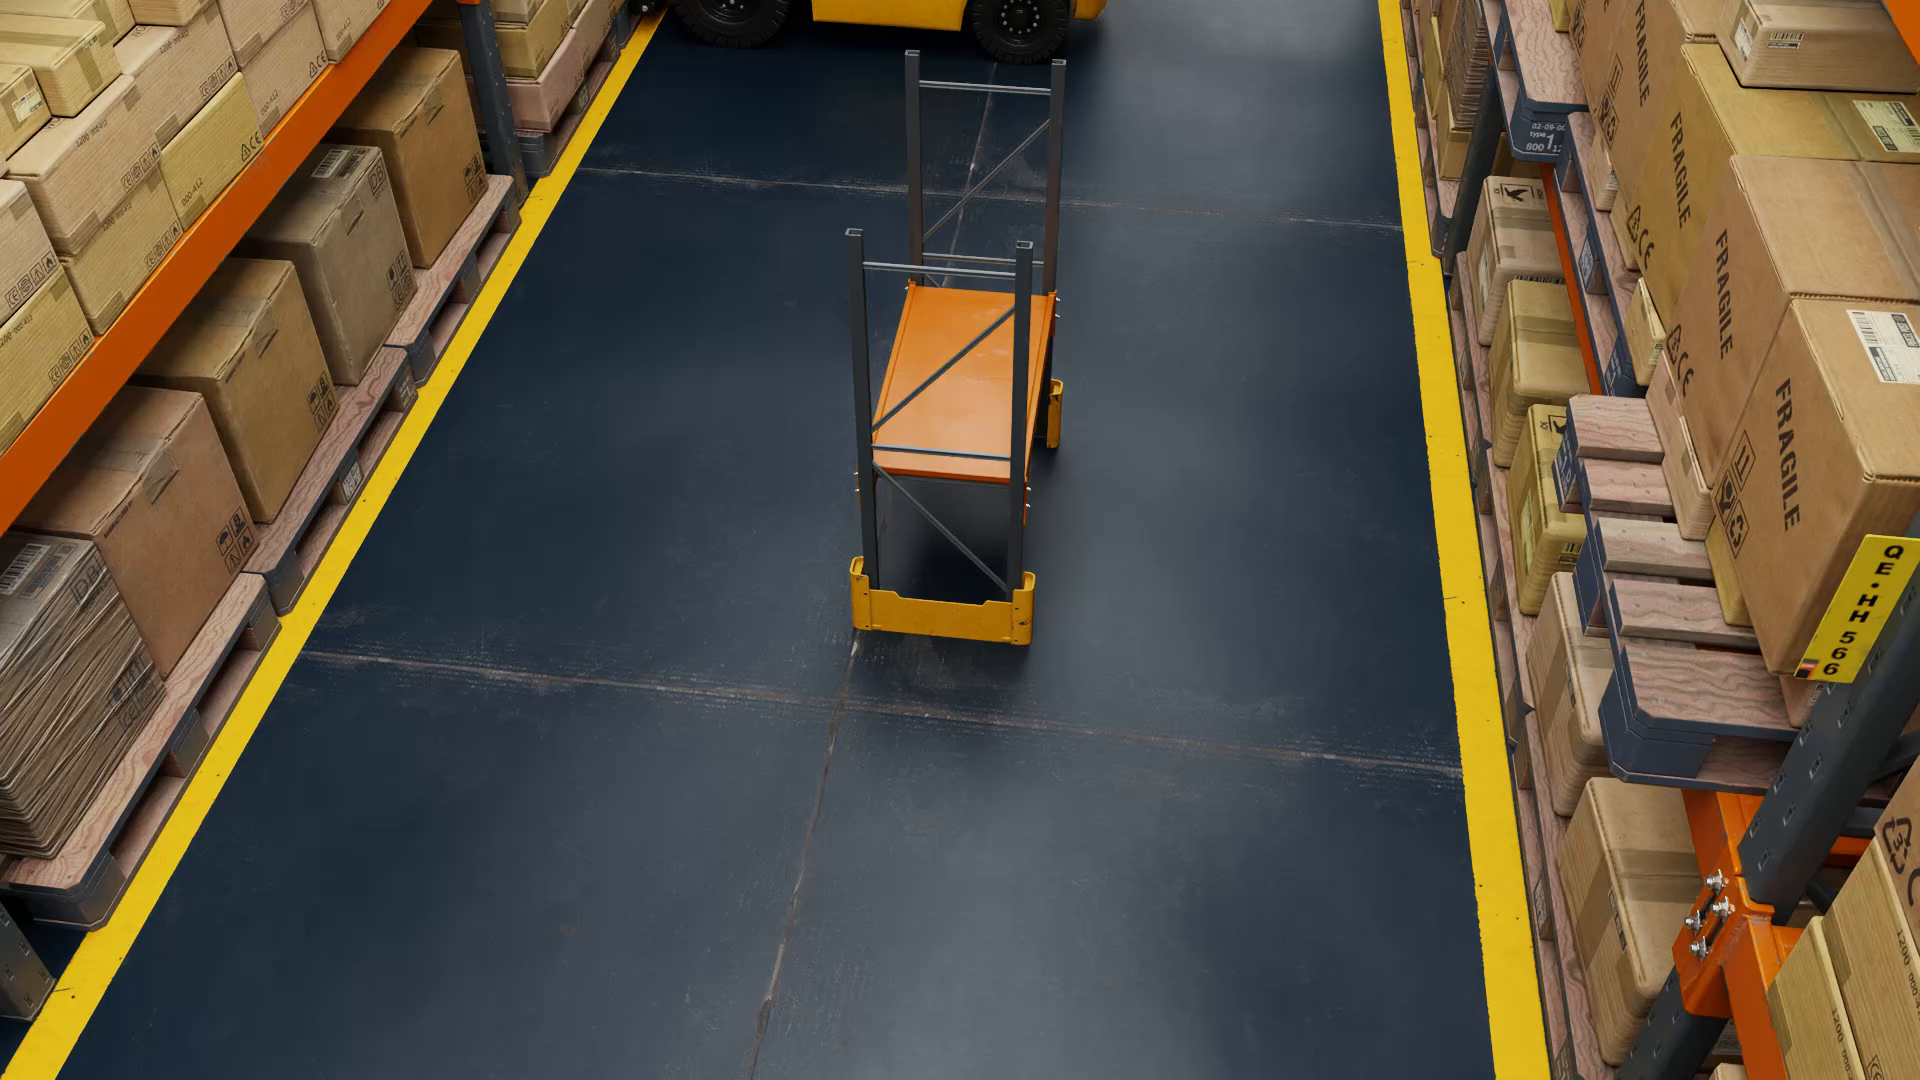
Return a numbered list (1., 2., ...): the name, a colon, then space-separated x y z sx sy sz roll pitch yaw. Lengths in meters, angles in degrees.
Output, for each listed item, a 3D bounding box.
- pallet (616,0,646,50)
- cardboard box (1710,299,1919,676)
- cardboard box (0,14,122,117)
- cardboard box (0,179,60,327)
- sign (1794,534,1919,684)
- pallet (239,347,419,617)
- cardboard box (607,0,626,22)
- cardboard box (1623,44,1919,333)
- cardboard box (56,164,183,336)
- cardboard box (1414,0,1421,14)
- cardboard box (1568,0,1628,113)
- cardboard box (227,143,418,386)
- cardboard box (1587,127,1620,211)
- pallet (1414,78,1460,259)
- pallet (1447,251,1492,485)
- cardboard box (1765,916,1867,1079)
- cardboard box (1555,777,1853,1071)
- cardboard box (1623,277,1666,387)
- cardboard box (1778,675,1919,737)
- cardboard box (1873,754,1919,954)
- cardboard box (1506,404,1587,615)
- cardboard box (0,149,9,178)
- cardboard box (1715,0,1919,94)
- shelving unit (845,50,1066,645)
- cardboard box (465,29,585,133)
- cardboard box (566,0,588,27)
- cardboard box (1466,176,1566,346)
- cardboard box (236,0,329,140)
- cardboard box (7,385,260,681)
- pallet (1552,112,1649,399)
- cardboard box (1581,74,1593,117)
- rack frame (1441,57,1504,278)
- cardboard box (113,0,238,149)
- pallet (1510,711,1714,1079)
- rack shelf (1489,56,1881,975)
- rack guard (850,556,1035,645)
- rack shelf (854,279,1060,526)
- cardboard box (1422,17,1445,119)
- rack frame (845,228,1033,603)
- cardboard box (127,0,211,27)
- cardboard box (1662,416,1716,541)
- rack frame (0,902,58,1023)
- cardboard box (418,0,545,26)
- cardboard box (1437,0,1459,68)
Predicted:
1. pallet: -2.105 -2.984 8.748 1.003 0.211 1.213 5 44 6
2. cardboard box: 1.766 -0.082 3.060 0.500 0.500 0.500 4 44 4
3. cardboard box: -2.445 -1.242 4.335 0.380 0.149 0.250 6 44 6
4. cardboard box: -2.571 -0.647 3.997 0.500 0.250 0.500 7 44 7
5. sign: 1.442 0.115 2.662 0.100 0.325 0.005 5 44 6
6. pallet: -2.628 -0.273 5.884 1.003 0.211 1.213 5 44 6
7. cardboard box: -1.914 -2.777 8.196 0.500 0.250 0.500 6 44 6
8. cardboard box: 1.889 -0.779 3.797 0.500 0.500 0.500 3 43 3
9. cardboard box: -2.506 -0.818 4.542 0.500 0.250 0.500 4 44 4
10. cardboard box: 2.524 -2.811 8.232 0.500 0.250 0.500 8 44 8
11. cardboard box: 2.019 -1.502 4.560 0.500 0.500 0.500 5 44 5
12. cardboard box: -2.578 -1.030 6.078 0.875 0.625 0.625 5 44 5
13. cardboard box: 1.924 -1.004 4.506 0.380 0.149 0.250 7 44 7
14. pallet: 2.564 -1.624 7.312 1.003 0.211 1.213 5 44 6
15. pallet: 2.409 -0.633 6.265 1.003 0.211 1.213 5 44 6
16. cardboard box: 1.667 0.915 2.711 0.500 0.250 0.500 5 44 5
17. cardboard box: 2.066 0.968 4.152 0.950 0.372 0.625 3 43 3
18. cardboard box: 1.808 -0.481 3.953 0.380 0.149 0.250 6 44 6
19. cardboard box: 1.792 0.244 3.188 0.380 0.149 0.250 7 44 7
20. cardboard box: 1.674 0.464 2.278 0.500 0.500 0.500 4 44 4
21. cardboard box: 2.262 -0.052 5.230 0.950 0.372 0.625 7 44 7
22. cardboard box: -2.540 -0.900 3.974 0.380 0.149 0.250 6 44 6
23. cardboard box: 1.918 -1.123 3.688 0.380 0.149 0.250 3 44 4
24. shelving unit: 0.010 -0.597 5.289 0.587 1.500 1.083 5 44 6
25. cardboard box: -2.018 -2.078 7.458 0.500 0.250 0.500 6 44 6
26. cardboard box: -1.976 -2.605 7.651 0.500 0.250 0.500 5 44 5
27. cardboard box: 2.443 -1.017 6.248 0.950 0.372 0.625 6 44 6
28. cardboard box: -2.375 -1.524 5.287 0.500 0.250 0.500 5 44 6
29. cardboard box: -2.765 -0.059 5.052 0.875 0.625 0.625 7 44 7
30. pallet: 2.203 -0.733 4.482 1.003 0.211 1.213 5 44 6
31. cardboard box: 2.045 -1.348 4.870 0.380 0.149 0.250 6 44 6
32. rack frame: 2.510 -2.176 5.867 1.000 3.000 0.127 5 44 6
33. cardboard box: -2.441 -1.353 4.742 0.500 0.250 0.500 6 44 6
34. pallet: 2.086 1.030 4.509 1.003 0.211 1.213 5 44 6
35. rack shelf: 2.246 -0.552 4.674 1.077 0.370 4.000 5 44 6
36. rack guard: -0.056 0.197 5.360 0.587 0.250 0.087 5 44 6
37. rack shelf: 0.011 -0.472 5.419 0.538 0.185 1.000 5 44 6
38. cardboard box: 2.383 -2.121 7.503 0.500 0.250 0.500 4 44 4
39. rack frame: -0.056 -0.256 4.930 0.500 1.500 0.032 5 44 6
40. cardboard box: -2.333 -1.582 4.695 0.380 0.149 0.250 4 44 4
41. cardboard box: 1.744 -0.121 3.574 0.380 0.149 0.250 5 44 5
42. rack frame: -2.939 0.101 3.461 1.000 3.000 0.127 5 44 6
43. cardboard box: -2.035 -2.443 7.116 0.500 0.250 0.500 5 44 5
44. cardboard box: 2.388 -2.377 7.228 0.500 0.500 0.500 6 44 6
